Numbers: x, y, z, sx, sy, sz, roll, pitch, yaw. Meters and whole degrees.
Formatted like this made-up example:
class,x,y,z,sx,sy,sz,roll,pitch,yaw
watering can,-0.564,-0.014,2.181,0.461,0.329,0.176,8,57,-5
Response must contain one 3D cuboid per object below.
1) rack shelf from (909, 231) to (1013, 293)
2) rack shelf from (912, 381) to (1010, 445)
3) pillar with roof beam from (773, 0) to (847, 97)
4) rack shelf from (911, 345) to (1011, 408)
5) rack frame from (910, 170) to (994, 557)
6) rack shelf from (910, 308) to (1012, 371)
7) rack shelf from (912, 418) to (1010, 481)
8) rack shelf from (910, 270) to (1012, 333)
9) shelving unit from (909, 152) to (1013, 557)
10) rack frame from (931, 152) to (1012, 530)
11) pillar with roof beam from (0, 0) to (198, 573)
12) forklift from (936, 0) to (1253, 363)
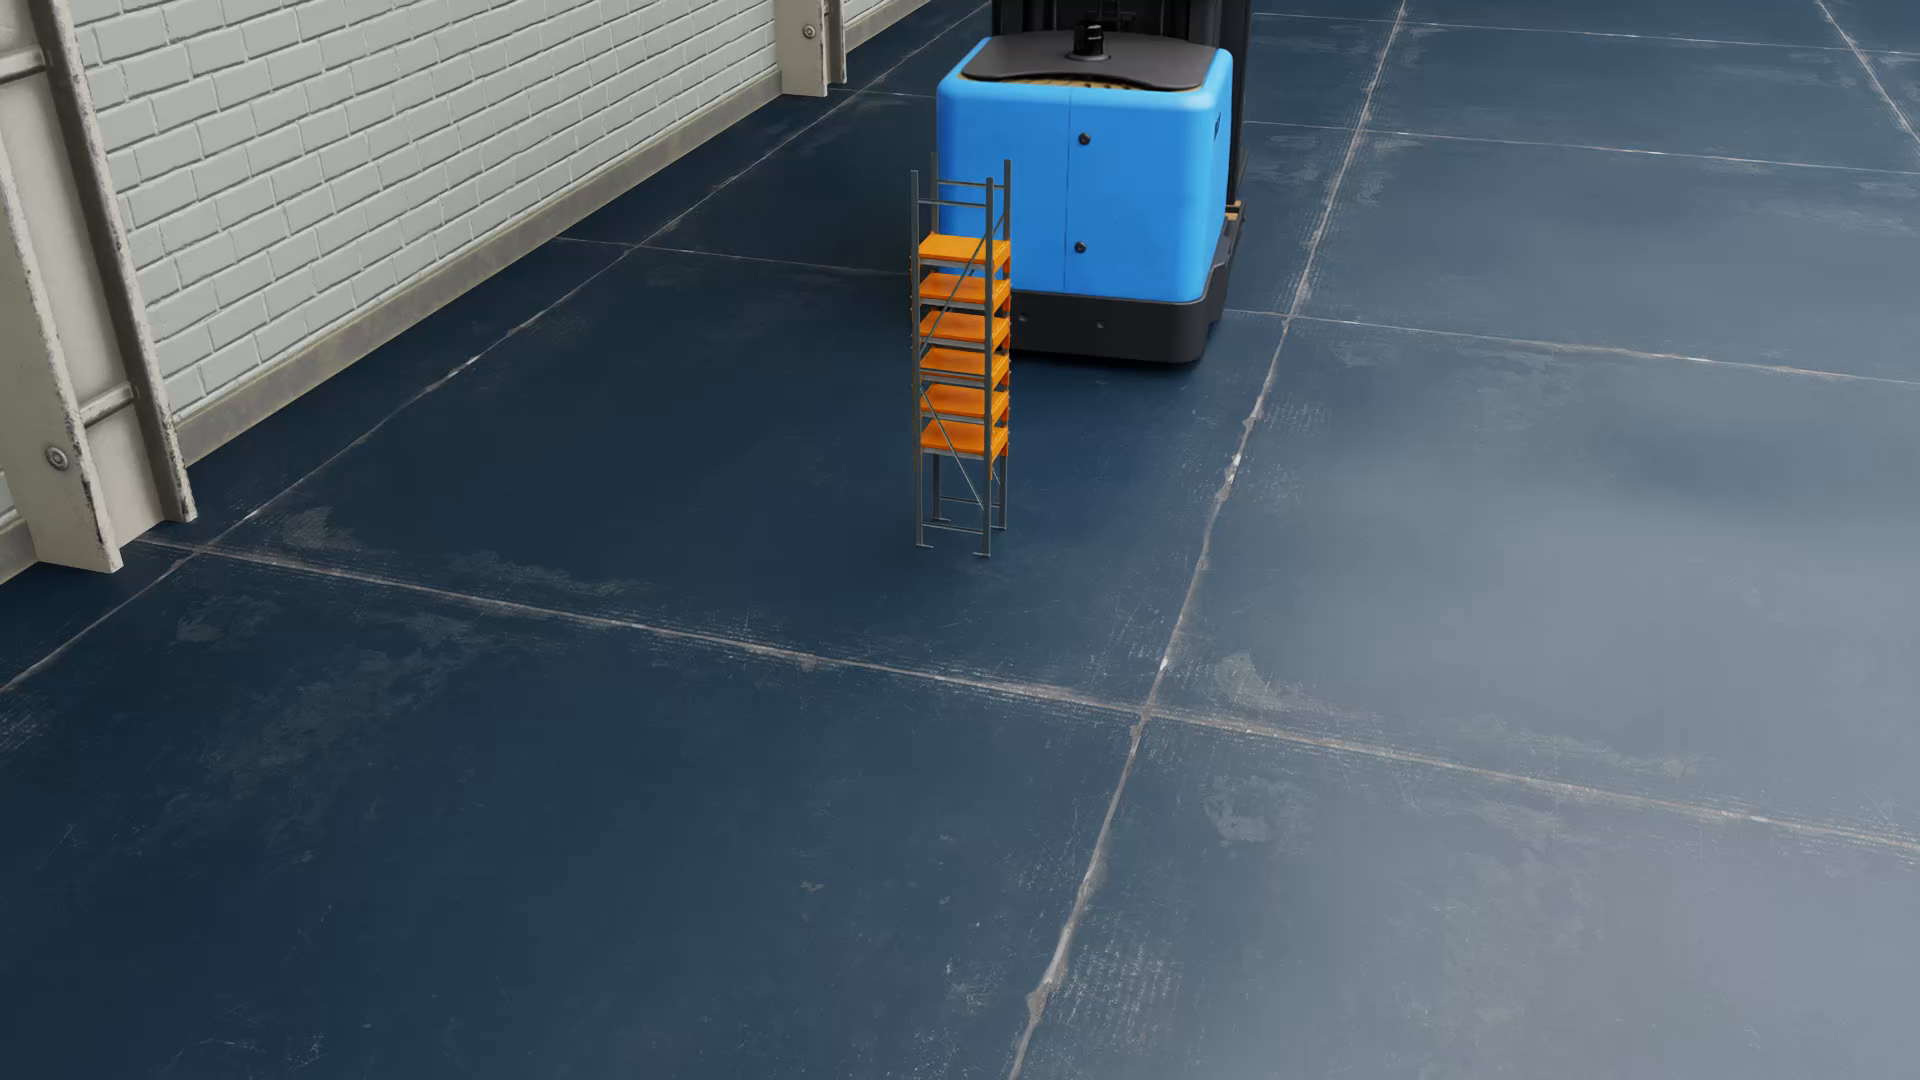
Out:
class,x,y,z,sx,sy,sz,roll,pitch,yaw
rack shelf,0.004,-0.807,4.817,0.258,0.103,0.180,8,30,15
rack shelf,0.004,-0.387,5.050,0.258,0.103,0.180,8,30,15
pillar with roof beam,3.203,-6.118,6.991,9.100,9.000,0.400,8,30,15
rack shelf,0.004,-0.492,4.992,0.258,0.103,0.180,8,30,15
rack frame,-0.023,-0.489,4.894,0.240,1.200,0.006,8,30,15
rack shelf,0.004,-0.597,4.934,0.258,0.103,0.180,8,30,15
rack shelf,0.004,-0.282,5.109,0.258,0.103,0.180,8,30,15
rack shelf,0.004,-0.702,4.875,0.258,0.103,0.180,8,30,15
shelving unit,0.004,-0.531,4.970,0.258,1.200,0.189,8,30,15
rack frame,0.031,-0.574,5.047,0.240,1.200,0.006,8,30,15
pillar with roof beam,1.441,-3.330,1.979,9.100,9.000,0.400,8,30,15
forklift,0.730,-2.652,7.003,1.130,2.935,3.031,6,30,11
